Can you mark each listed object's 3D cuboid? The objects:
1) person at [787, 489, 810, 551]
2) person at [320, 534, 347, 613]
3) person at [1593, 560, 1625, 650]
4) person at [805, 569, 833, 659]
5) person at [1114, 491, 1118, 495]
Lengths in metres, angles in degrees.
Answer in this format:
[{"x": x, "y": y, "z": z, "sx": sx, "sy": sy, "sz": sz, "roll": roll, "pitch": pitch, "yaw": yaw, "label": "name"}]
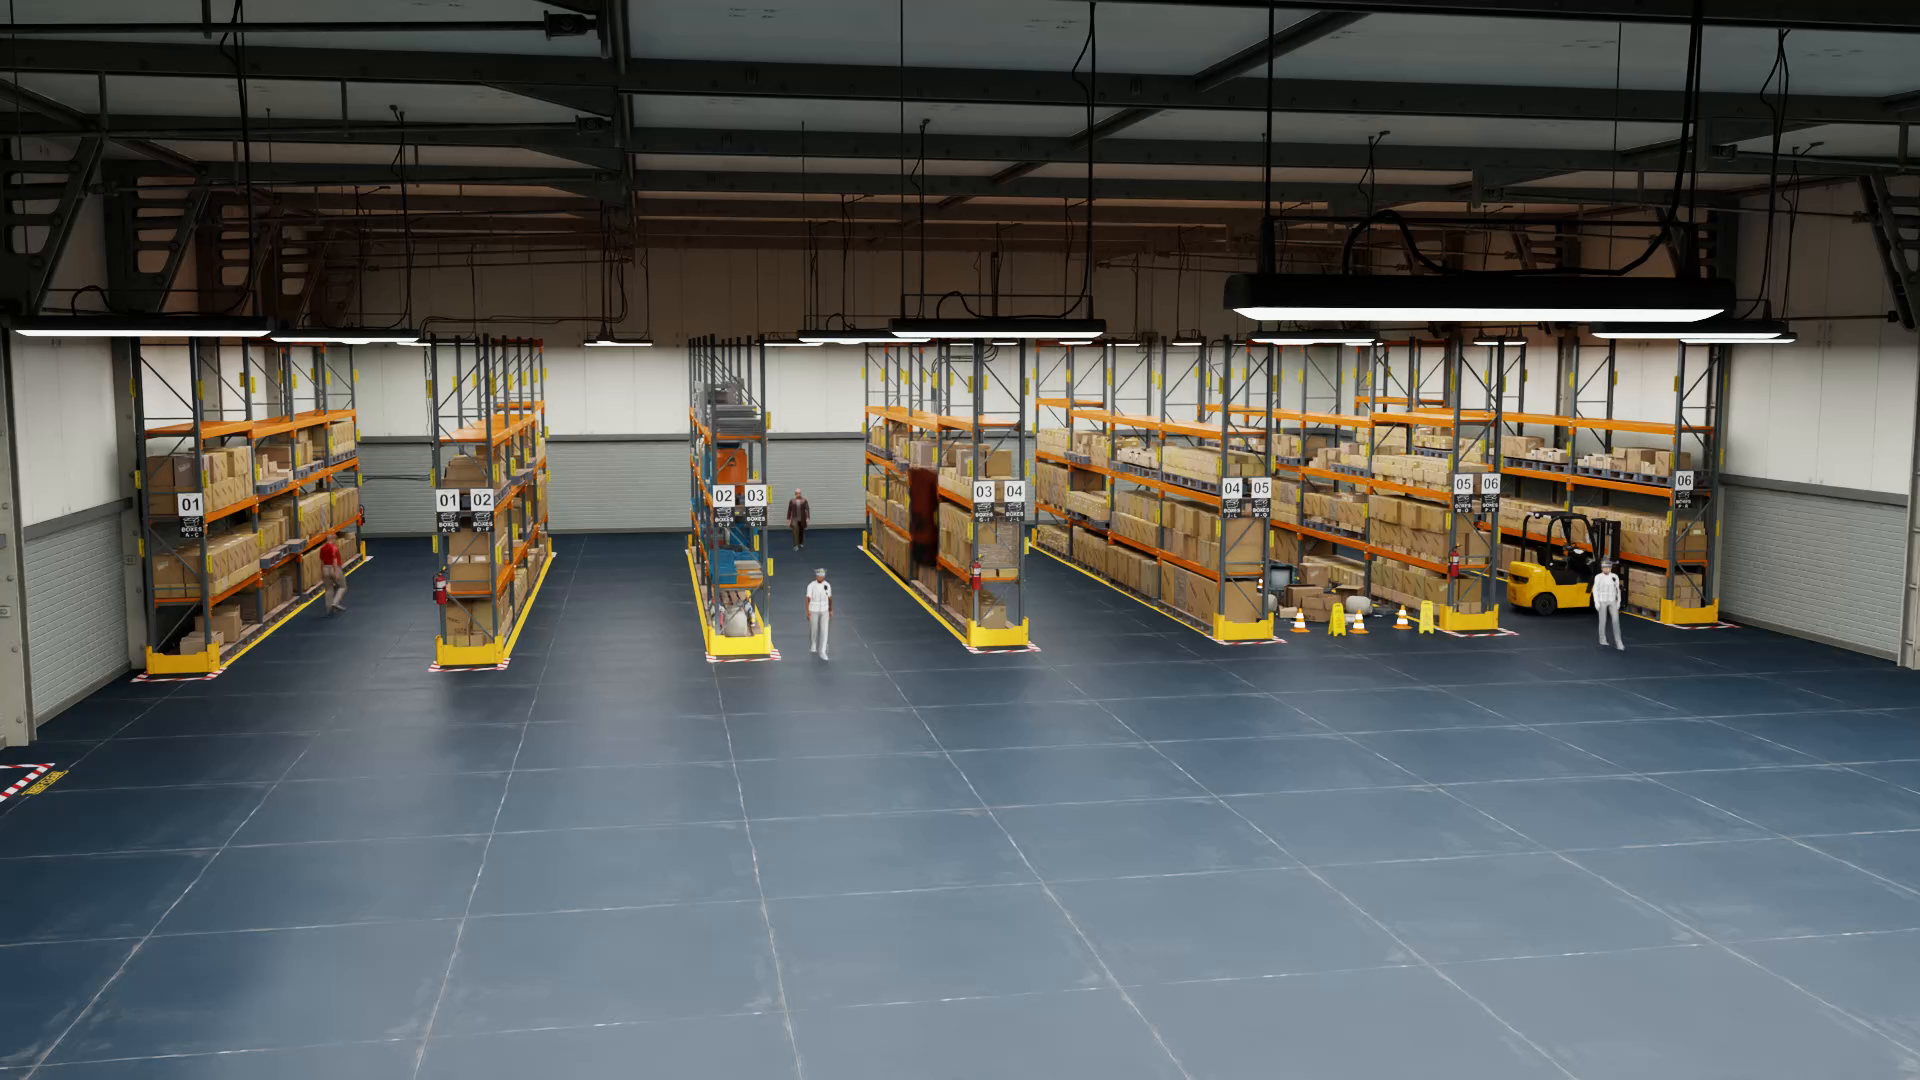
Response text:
[{"x": -4.609, "y": -0.592, "z": 47.433, "sx": 0.658, "sy": 1.712, "sz": 1.129, "roll": -1, "pitch": 7, "yaw": -8, "label": "person"}, {"x": -13.643, "y": 0.729, "z": 36.105, "sx": 0.586, "sy": 1.713, "sz": 0.477, "roll": 1, "pitch": 7, "yaw": 6, "label": "person"}, {"x": 12.506, "y": 1.232, "z": 32.037, "sx": 0.590, "sy": 1.671, "sz": 0.622, "roll": 2, "pitch": 7, "yaw": 15, "label": "person"}, {"x": -2.617, "y": 1.363, "z": 31.103, "sx": 0.539, "sy": 1.655, "sz": 0.744, "roll": -2, "pitch": 7, "yaw": -18, "label": "person"}, {"x": 4.539, "y": -0.528, "z": 47.167, "sx": 0.584, "sy": 1.719, "sz": 0.503, "roll": -2, "pitch": 7, "yaw": -15, "label": "person"}]
